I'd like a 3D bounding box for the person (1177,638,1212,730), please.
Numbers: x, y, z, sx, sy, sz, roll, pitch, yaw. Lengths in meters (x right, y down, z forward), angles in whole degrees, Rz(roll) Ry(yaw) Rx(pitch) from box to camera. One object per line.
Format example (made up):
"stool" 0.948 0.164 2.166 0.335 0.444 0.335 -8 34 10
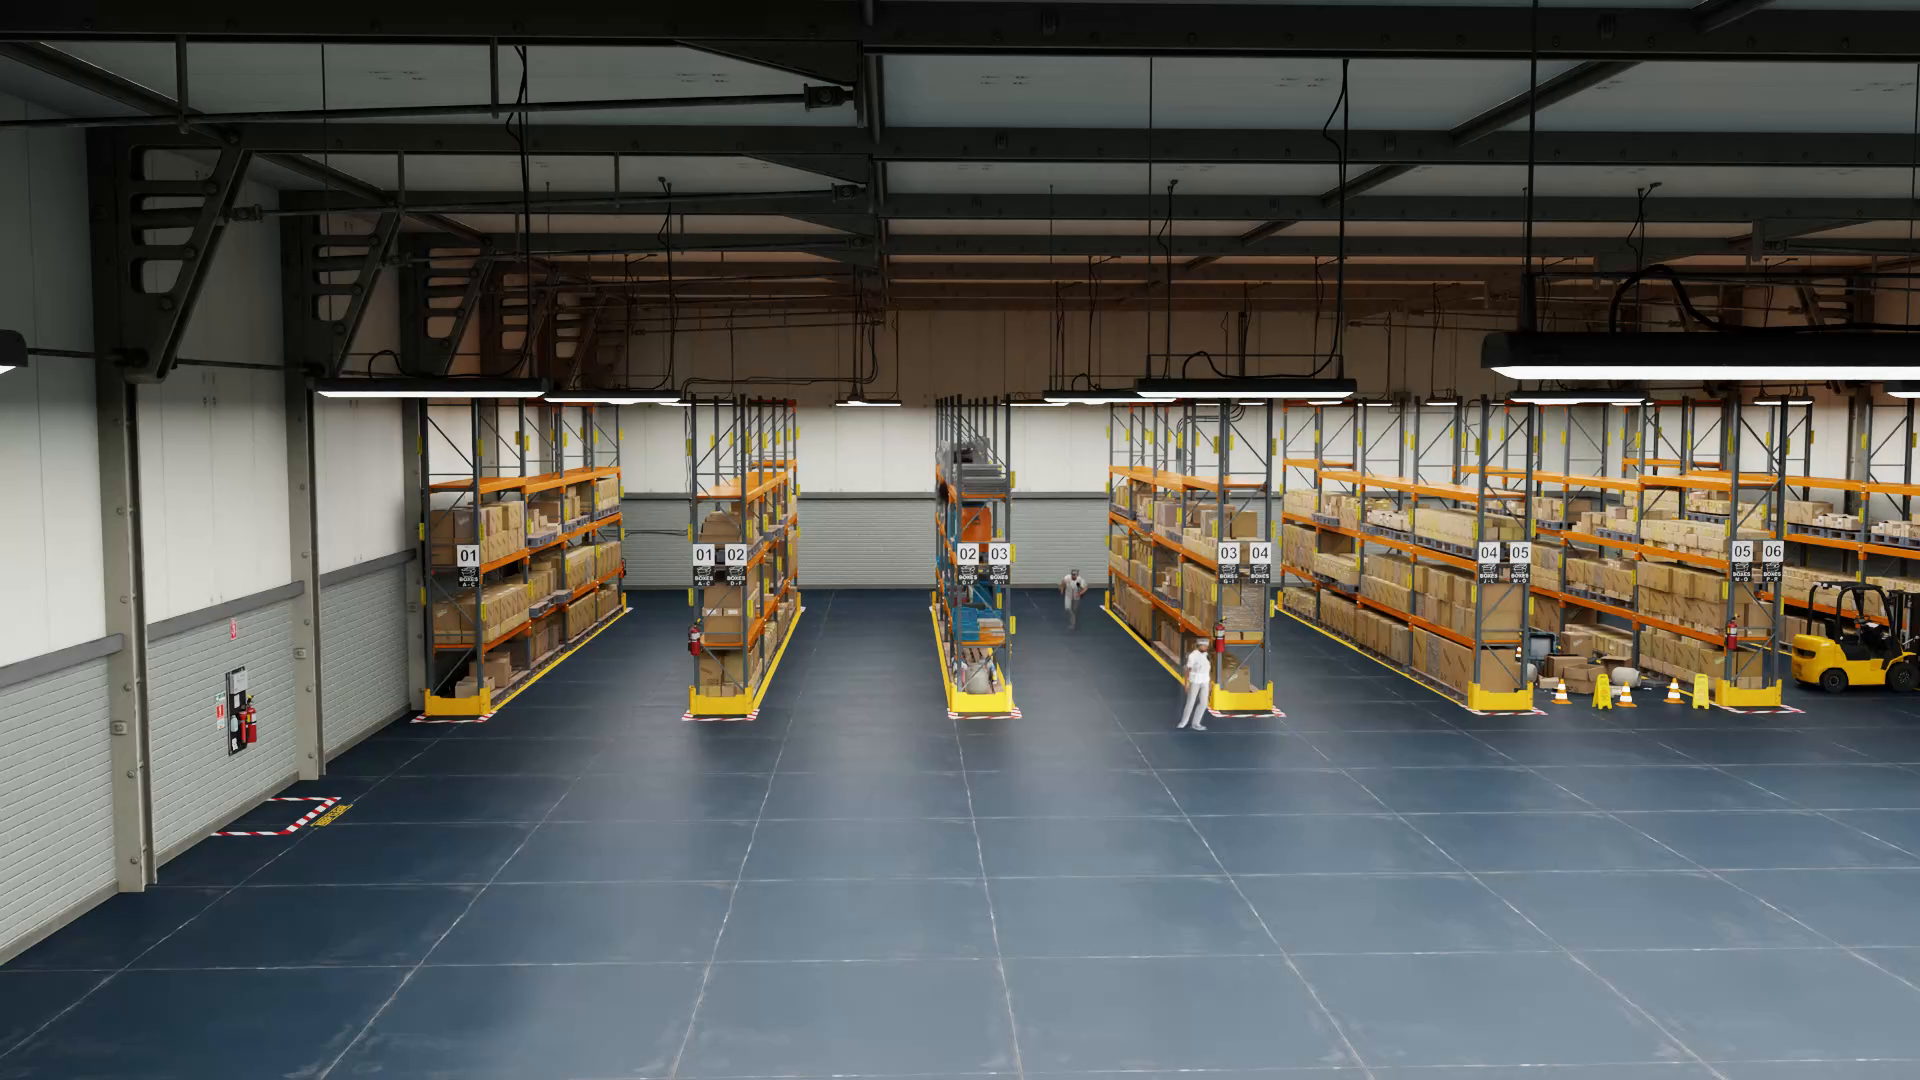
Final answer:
"person" 4.186 2.567 29.687 0.581 1.647 0.465 -3 5 -30

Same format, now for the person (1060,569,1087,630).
"person" 2.971 1.510 43.493 0.691 1.586 1.083 0 5 5

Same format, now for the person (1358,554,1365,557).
"person" 11.606 1.174 47.653 0.472 1.581 0.890 -4 6 -42
